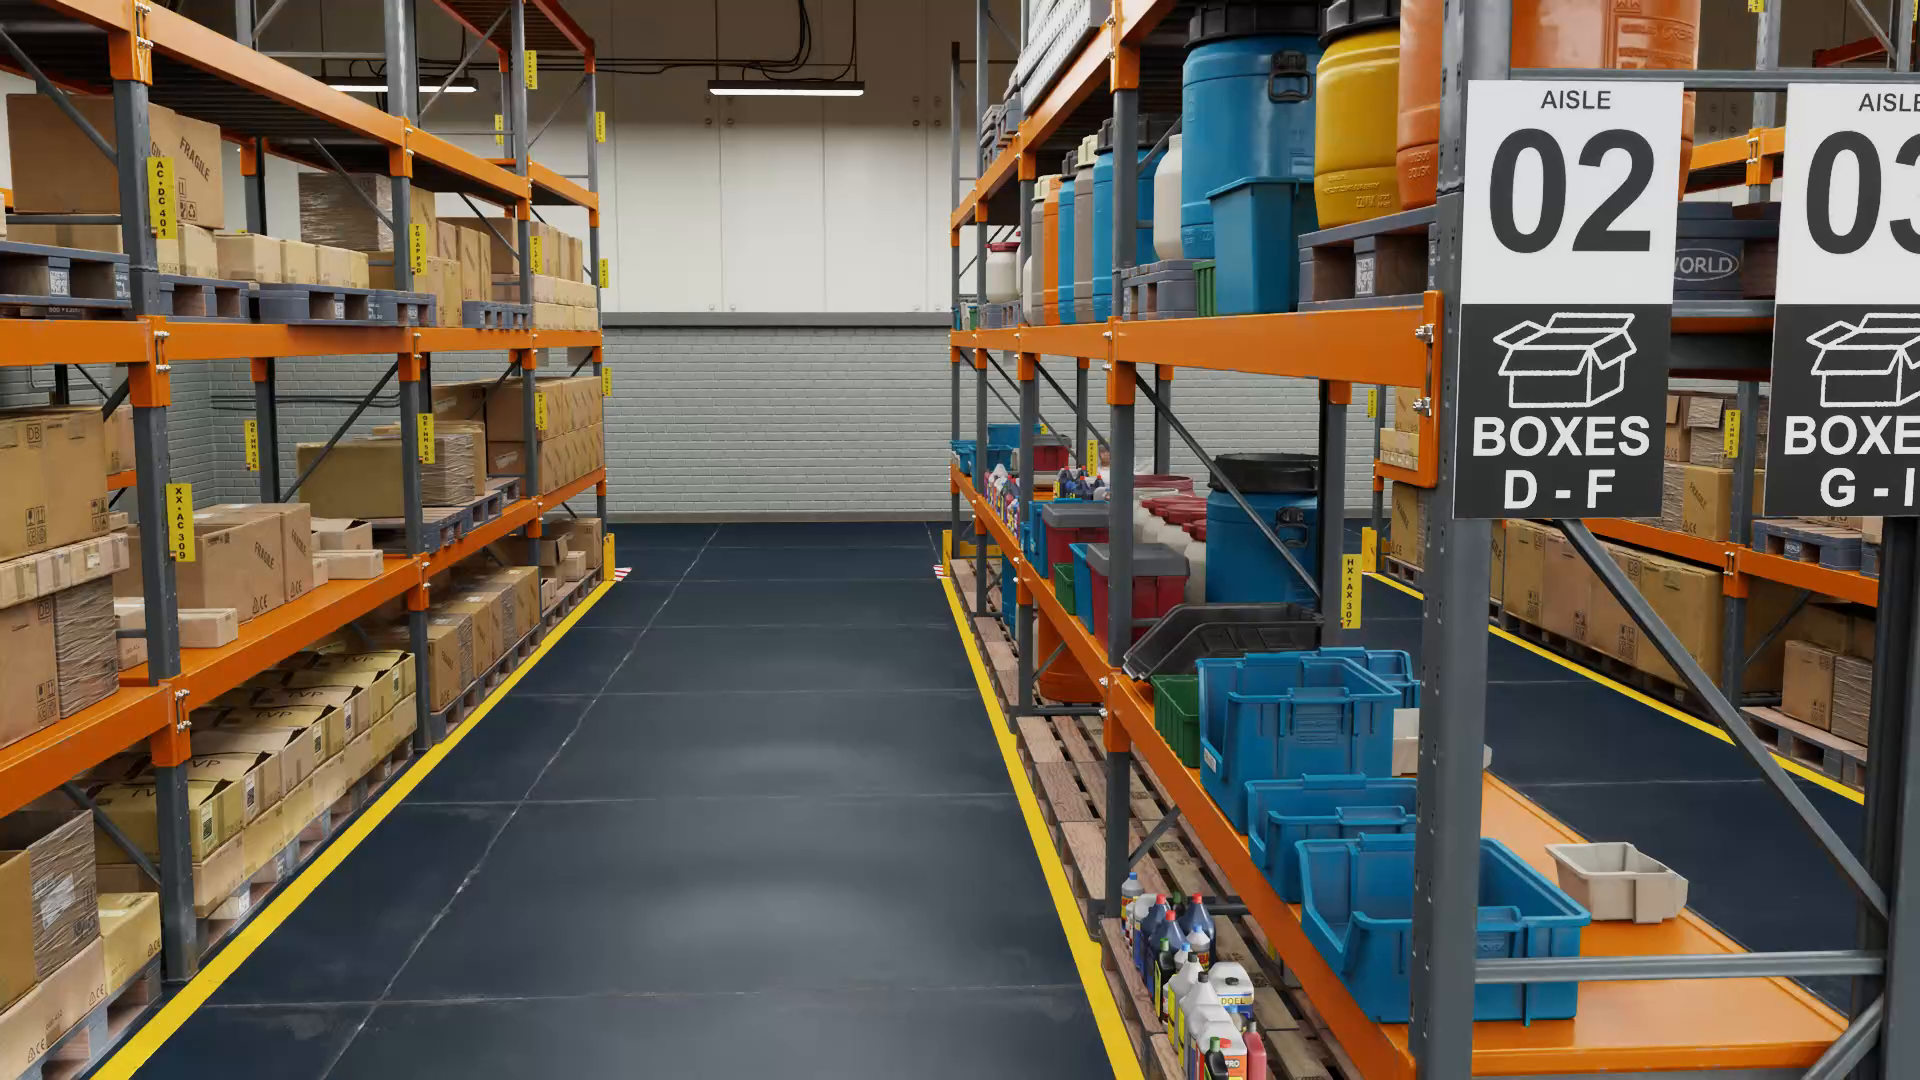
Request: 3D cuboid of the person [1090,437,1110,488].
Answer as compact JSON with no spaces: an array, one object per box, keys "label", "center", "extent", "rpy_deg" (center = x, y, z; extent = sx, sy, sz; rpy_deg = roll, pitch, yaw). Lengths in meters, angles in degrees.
[{"label":"person","center":[1.498,-0.204,17.301],"extent":[0.486,1.731,0.464],"rpy_deg":[2,7,17]}]
